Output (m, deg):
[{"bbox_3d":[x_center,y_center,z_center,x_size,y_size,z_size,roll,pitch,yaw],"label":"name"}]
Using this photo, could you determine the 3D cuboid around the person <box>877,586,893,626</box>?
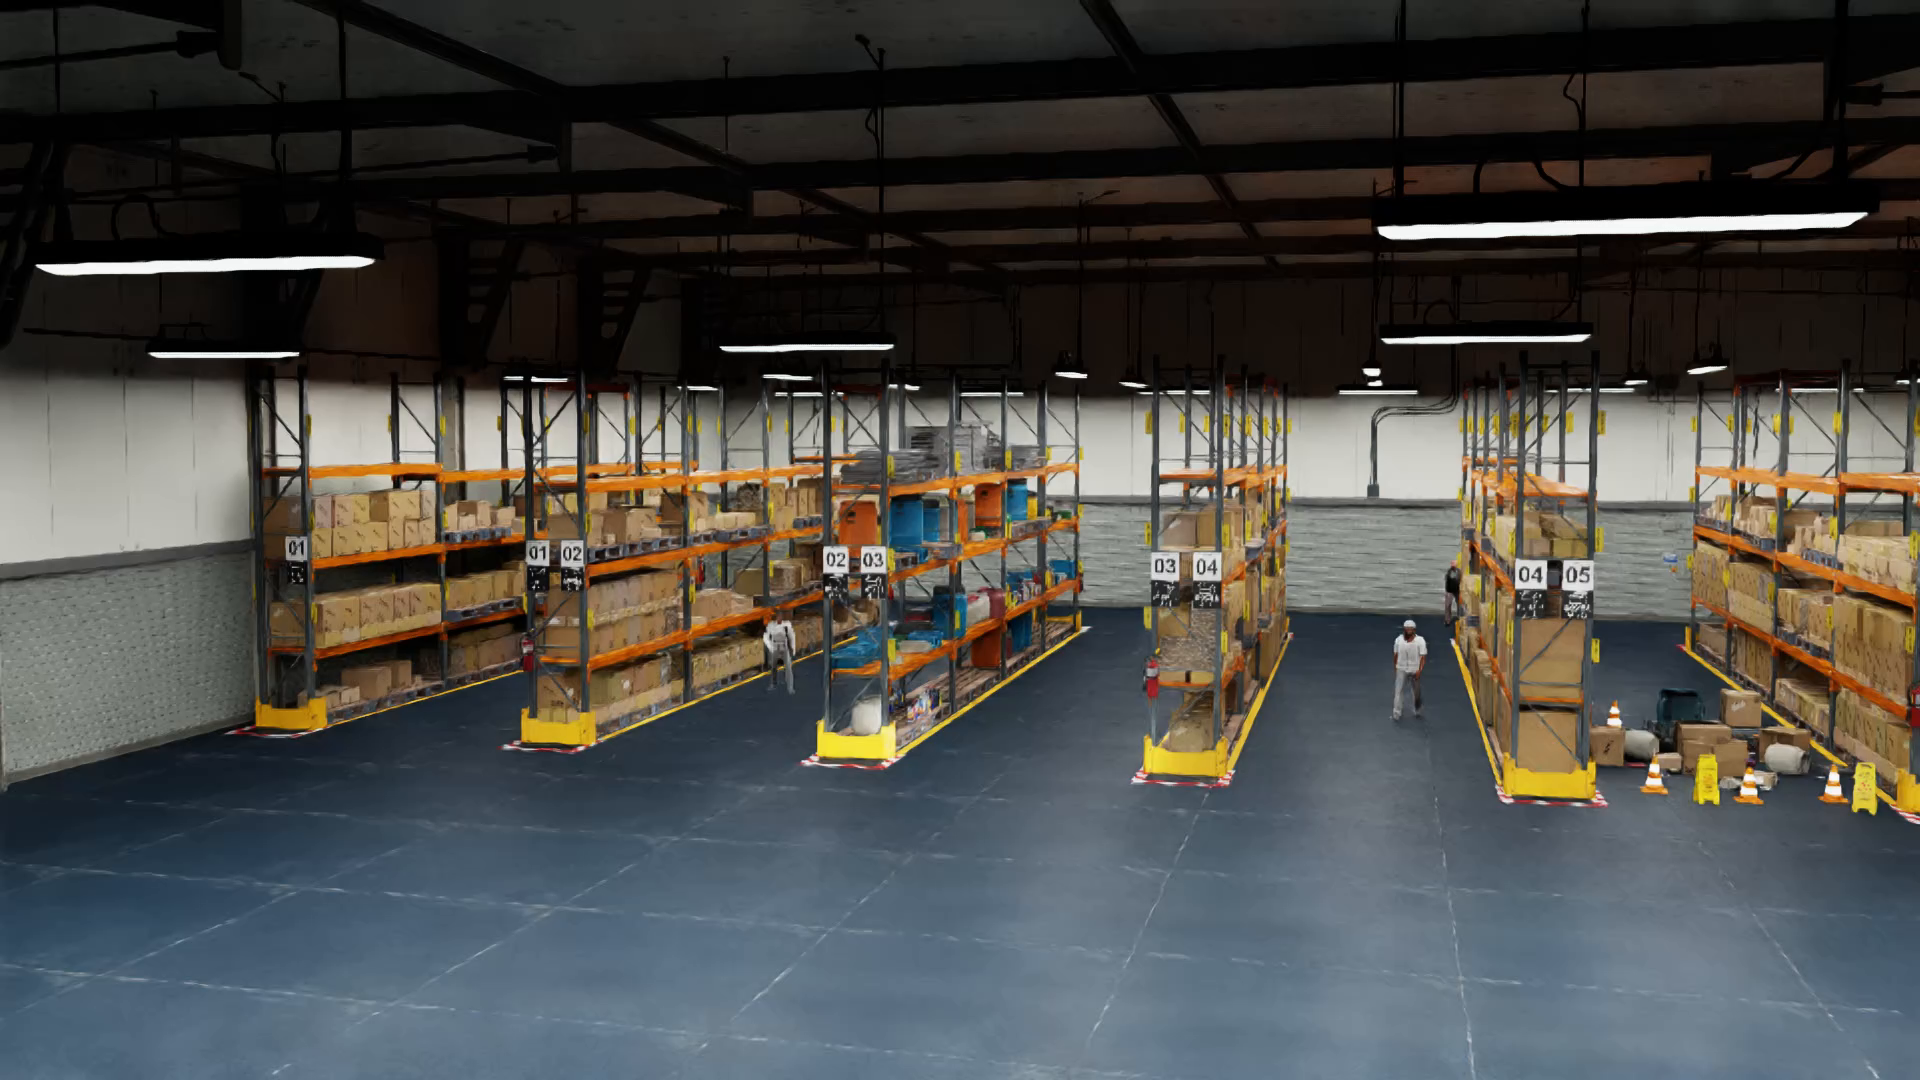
[{"bbox_3d":[-1.718,1.489,38.238,0.380,1.740,0.619,0,4,2],"label":"person"}]

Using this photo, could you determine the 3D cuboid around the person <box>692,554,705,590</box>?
[{"bbox_3d":[-7.026,1.157,44.115,0.428,1.590,0.574,3,5,37],"label":"person"}]

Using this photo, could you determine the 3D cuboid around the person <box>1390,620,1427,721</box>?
[{"bbox_3d":[7.625,2.194,28.213,0.568,1.706,1.042,2,4,24],"label":"person"}]

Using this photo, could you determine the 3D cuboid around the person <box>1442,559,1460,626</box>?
[{"bbox_3d":[12.381,1.302,41.527,0.558,1.683,0.925,2,5,30],"label":"person"}]

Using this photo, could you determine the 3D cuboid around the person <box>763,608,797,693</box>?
[{"bbox_3d":[-3.361,2.043,31.116,0.638,1.607,0.797,0,4,-2],"label":"person"}]
